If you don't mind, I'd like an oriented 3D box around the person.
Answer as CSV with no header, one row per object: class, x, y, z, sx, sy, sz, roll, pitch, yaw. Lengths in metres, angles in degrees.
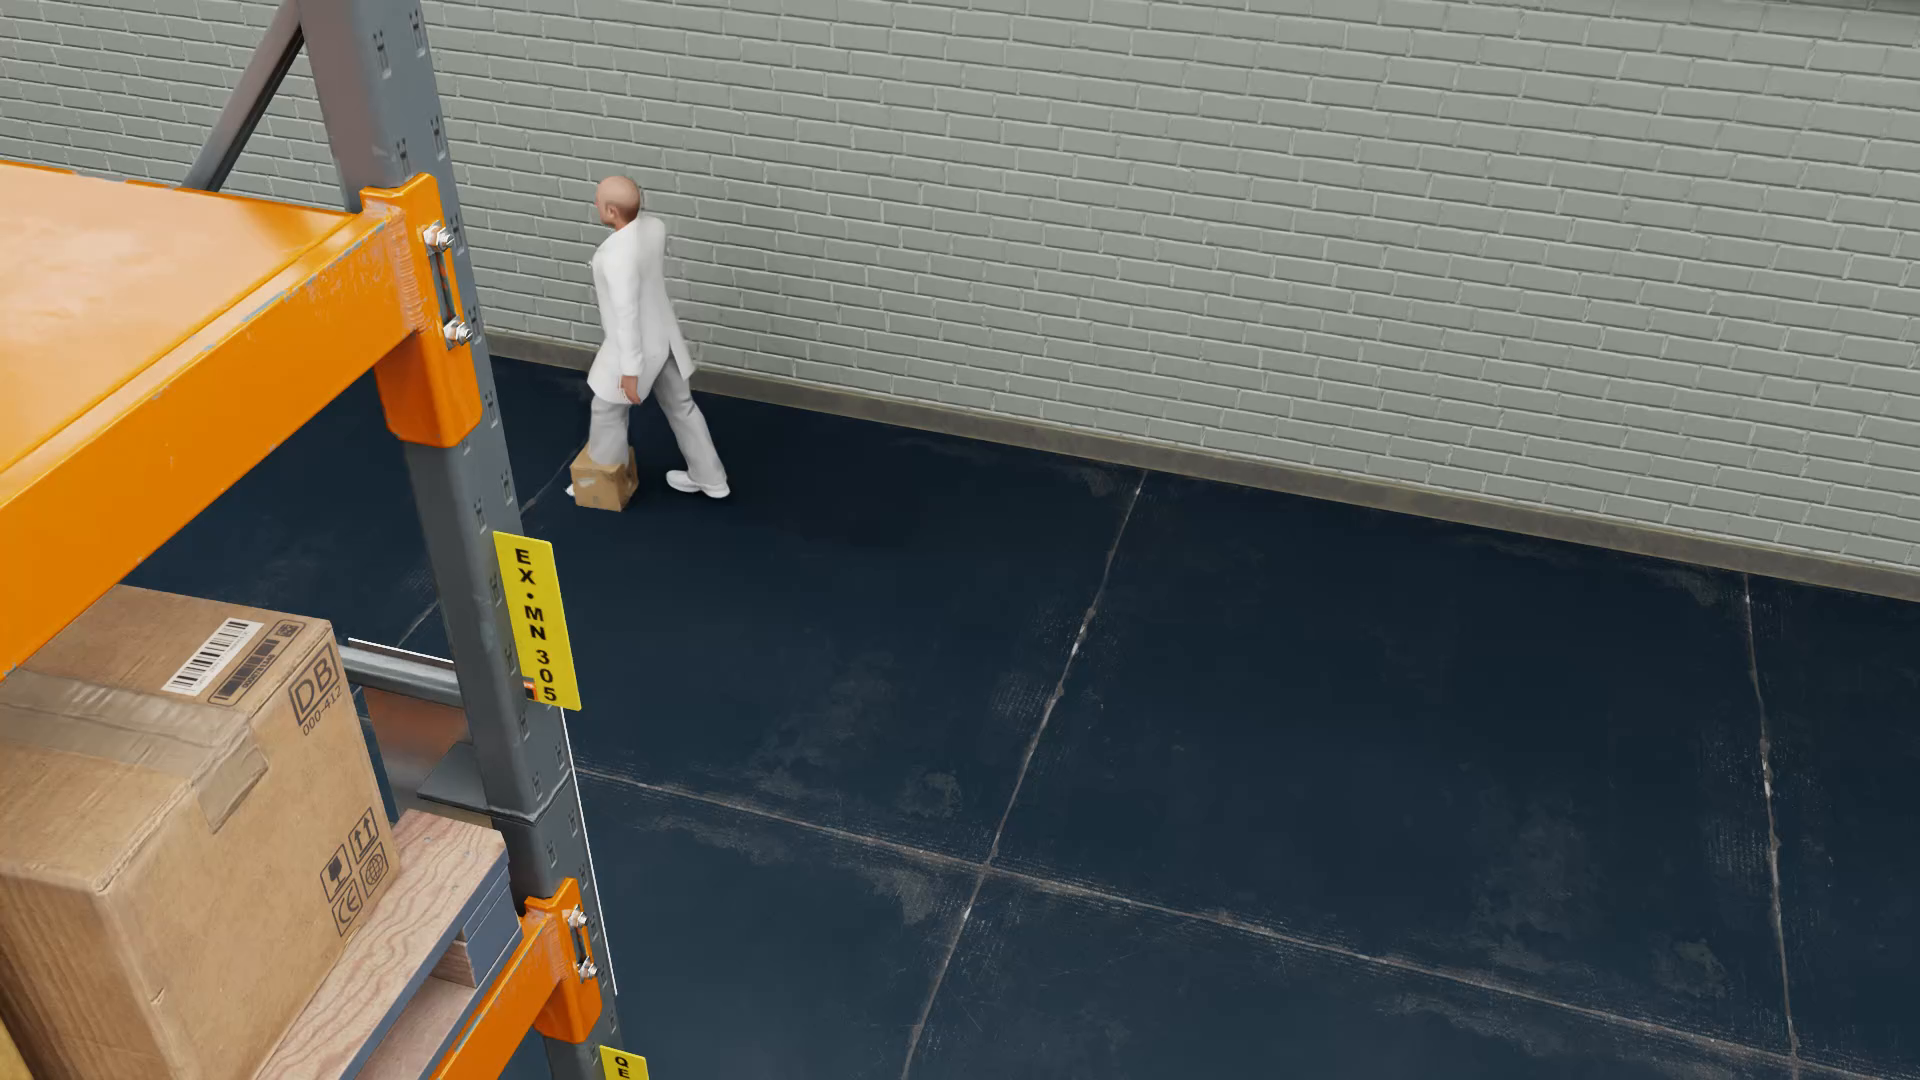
person,-1.621,-0.950,8.205,0.877,1.807,0.631,11,38,15
